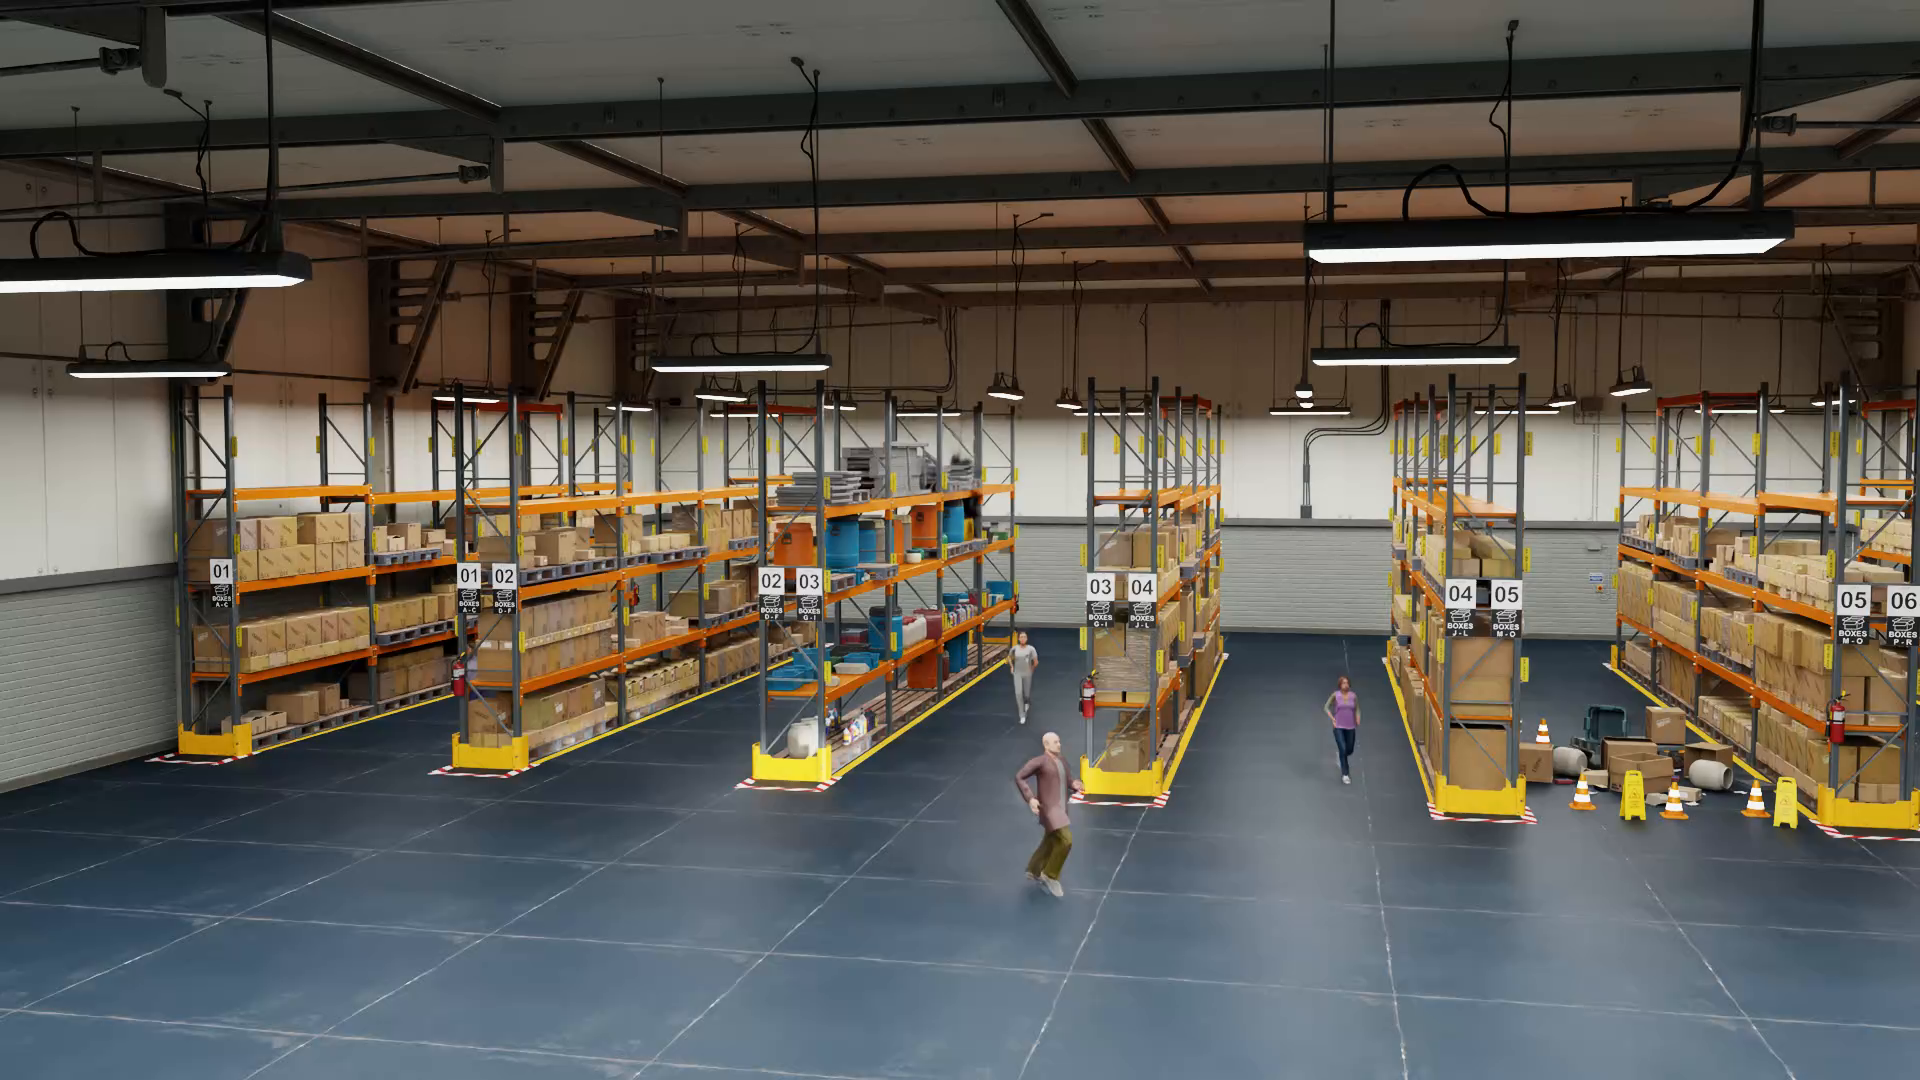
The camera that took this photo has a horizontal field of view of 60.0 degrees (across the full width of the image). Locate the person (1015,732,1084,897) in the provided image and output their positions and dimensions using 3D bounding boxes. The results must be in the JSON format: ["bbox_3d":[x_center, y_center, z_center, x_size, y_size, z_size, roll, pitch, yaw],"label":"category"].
[{"bbox_3d":[1.038,3.073,18.686,0.798,1.823,0.671,2,4,34],"label":"person"}]

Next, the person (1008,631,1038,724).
[{"bbox_3d":[1.147,2.491,30.413,0.566,1.654,0.818,0,3,4],"label":"person"}]

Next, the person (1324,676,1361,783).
[{"bbox_3d":[5.757,2.830,25.039,0.541,1.576,0.676,0,3,-1],"label":"person"}]

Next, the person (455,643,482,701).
[{"bbox_3d":[-8.380,2.611,28.424,0.554,1.671,0.759,0,3,7],"label":"person"}]
